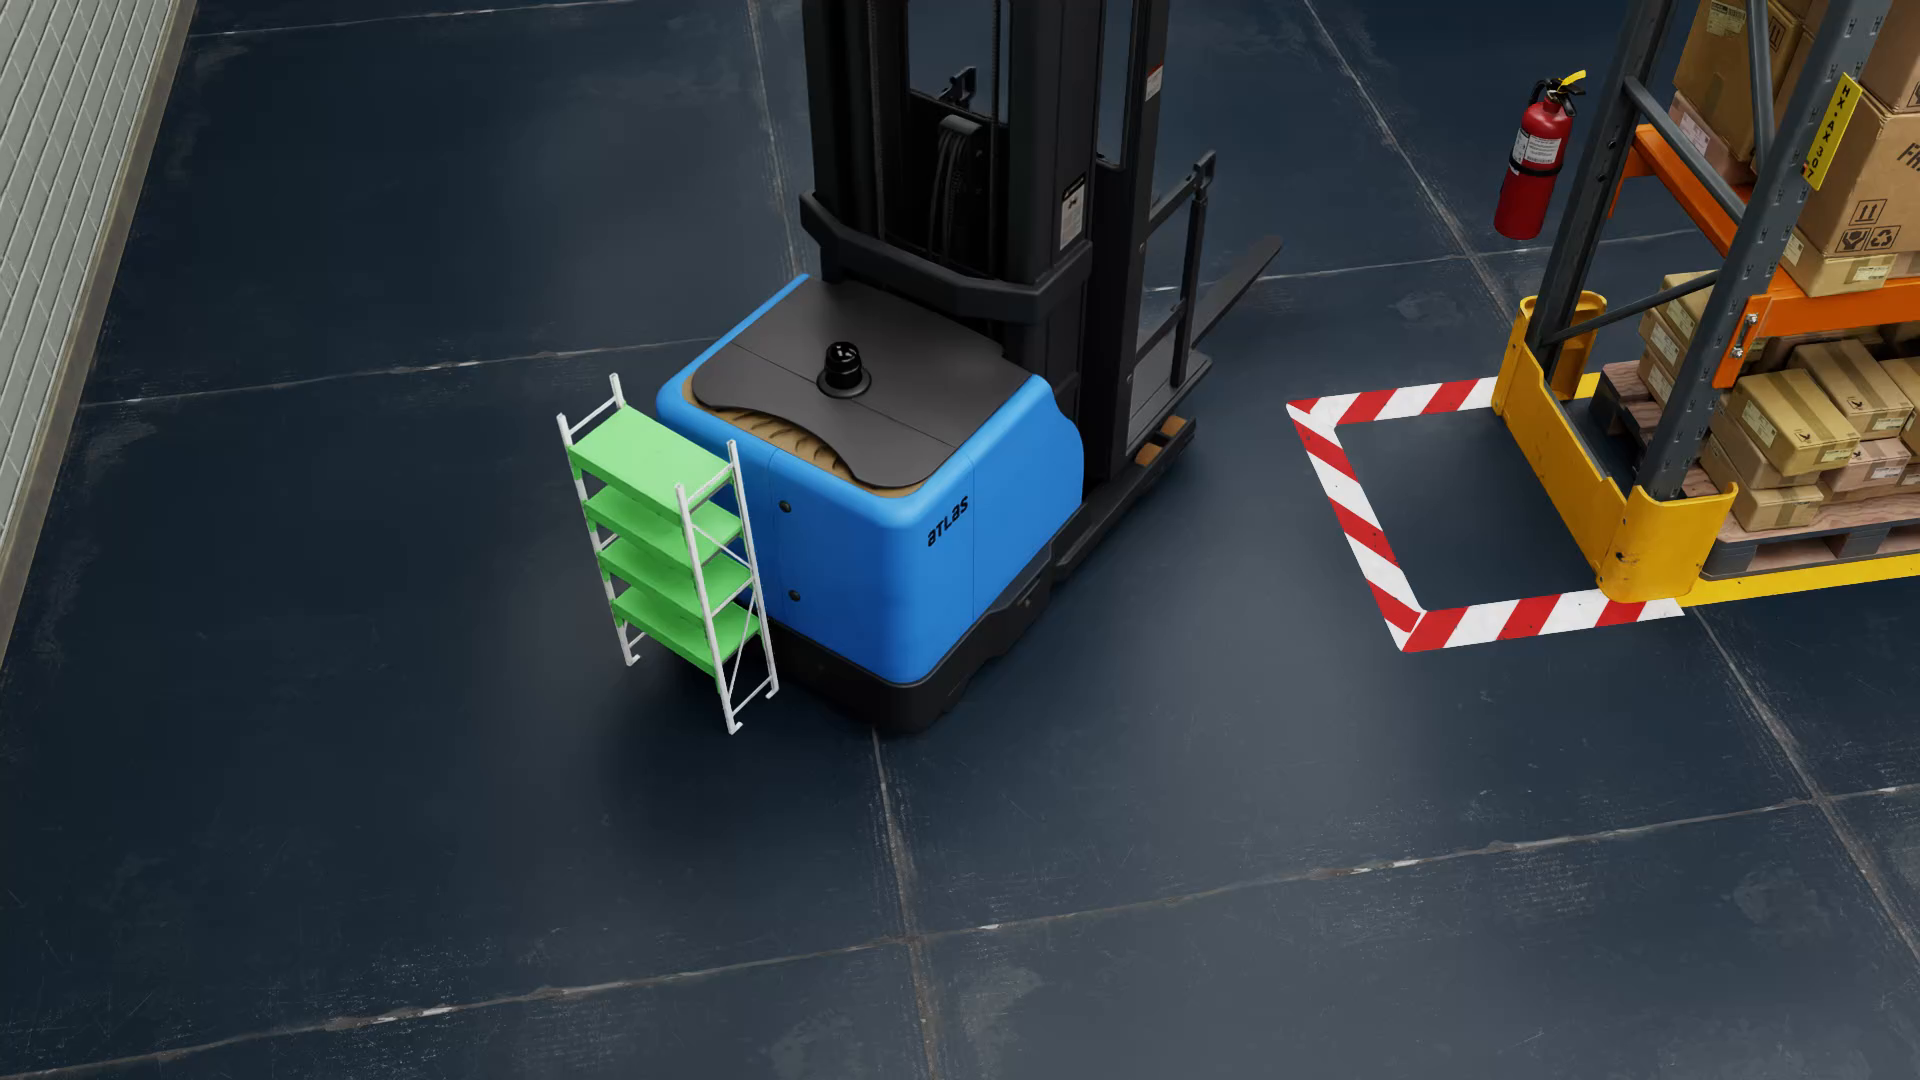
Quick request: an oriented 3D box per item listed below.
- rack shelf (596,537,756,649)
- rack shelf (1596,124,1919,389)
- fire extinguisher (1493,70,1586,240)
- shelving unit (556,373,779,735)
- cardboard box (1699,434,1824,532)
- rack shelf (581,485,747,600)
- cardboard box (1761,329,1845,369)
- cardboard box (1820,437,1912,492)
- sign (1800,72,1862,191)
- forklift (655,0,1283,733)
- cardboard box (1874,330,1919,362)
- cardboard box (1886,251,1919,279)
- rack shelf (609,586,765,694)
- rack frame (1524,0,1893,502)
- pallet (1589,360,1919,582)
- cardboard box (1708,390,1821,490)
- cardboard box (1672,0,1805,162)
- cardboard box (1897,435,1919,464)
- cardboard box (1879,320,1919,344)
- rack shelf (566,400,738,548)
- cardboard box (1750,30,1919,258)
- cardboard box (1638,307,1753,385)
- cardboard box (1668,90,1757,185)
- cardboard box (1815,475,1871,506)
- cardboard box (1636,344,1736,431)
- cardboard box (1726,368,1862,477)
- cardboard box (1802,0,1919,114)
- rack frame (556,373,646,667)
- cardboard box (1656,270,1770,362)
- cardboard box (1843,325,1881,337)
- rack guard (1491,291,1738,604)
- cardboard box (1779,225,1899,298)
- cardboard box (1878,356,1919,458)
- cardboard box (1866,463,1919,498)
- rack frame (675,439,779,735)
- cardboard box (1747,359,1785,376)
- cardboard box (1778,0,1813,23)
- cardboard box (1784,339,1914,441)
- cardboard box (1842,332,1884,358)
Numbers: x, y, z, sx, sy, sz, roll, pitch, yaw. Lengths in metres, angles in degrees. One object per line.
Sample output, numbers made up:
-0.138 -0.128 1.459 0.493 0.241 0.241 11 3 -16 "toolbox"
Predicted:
-0.910 0.117 5.385 0.480 0.148 0.258 29 55 25 "rack shelf"
4.320 -1.226 5.848 4.000 0.370 1.077 -7 46 -7 "rack shelf"
2.023 -1.370 5.800 0.183 0.674 0.296 -7 46 -7 "fire extinguisher"
-0.911 0.075 5.337 0.503 1.200 0.258 29 55 25 "shelving unit"
2.920 -0.223 6.070 0.250 0.149 0.380 -6 46 -6 "cardboard box"
-0.916 -0.043 5.207 0.480 0.148 0.258 29 55 25 "rack shelf"
3.085 -0.828 6.239 0.250 0.149 0.380 -6 46 -6 "cardboard box"
3.189 -0.365 6.000 0.250 0.149 0.380 -7 47 -7 "cardboard box"
2.442 -1.145 4.669 0.005 0.325 0.100 -7 46 -7 "sign"
0.270 -1.408 5.571 1.130 2.935 3.031 26 52 23 "forklift"
3.615 -0.782 6.402 0.250 0.149 0.380 -8 47 -7 "cardboard box"
2.968 -1.010 5.315 0.250 0.149 0.380 -6 46 -5 "cardboard box"
-0.904 0.278 5.563 0.480 0.148 0.258 29 55 25 "rack shelf"
2.349 -1.230 5.352 0.127 3.000 1.000 -7 46 -7 "rack frame"
3.231 -0.346 6.437 1.213 0.211 1.003 -7 46 -7 "pallet"
2.910 -0.372 6.007 0.250 0.149 0.380 -5 46 -5 "cardboard box"
2.748 -1.605 5.438 0.500 0.500 0.500 -6 46 -6 "cardboard box"
3.415 -0.458 6.090 0.250 0.149 0.380 -7 46 -6 "cardboard box"
3.585 -0.936 6.344 0.250 0.149 0.380 -9 47 -8 "cardboard box"
-0.922 -0.204 5.029 0.480 0.148 0.258 29 55 25 "rack shelf"
2.839 -1.227 5.073 0.500 0.500 0.500 -5 46 -5 "cardboard box"
2.821 -0.757 6.378 0.250 0.149 0.380 -8 47 -8 "cardboard box"
2.623 -1.383 5.674 0.250 0.149 0.380 -7 46 -7 "cardboard box"
3.164 -0.314 6.157 0.250 0.149 0.380 -7 47 -7 "cardboard box"
2.833 -0.599 6.432 0.250 0.149 0.380 -6 46 -6 "cardboard box"
2.924 -0.416 5.843 0.250 0.149 0.380 -9 47 -9 "cardboard box"
2.837 -1.581 4.720 0.500 0.500 0.500 -7 47 -7 "cardboard box"
-1.105 -0.033 5.441 0.015 1.200 0.240 29 55 25 "rack frame"
2.828 -0.838 6.249 0.250 0.149 0.380 -7 46 -6 "cardboard box"
3.319 -0.950 6.357 0.250 0.149 0.380 -8 47 -8 "cardboard box"
2.424 -0.372 6.261 0.348 0.500 1.175 -7 46 -7 "rack guard"
2.725 -0.950 5.257 0.250 0.149 0.380 -7 47 -7 "cardboard box"
3.445 -0.475 5.900 0.250 0.149 0.380 -7 47 -7 "cardboard box"
3.408 -0.349 6.191 0.250 0.149 0.380 -7 46 -6 "cardboard box"
-0.718 0.182 5.234 0.015 1.200 0.240 29 55 25 "rack frame"
3.088 -0.751 6.372 0.250 0.149 0.380 -8 47 -8 "cardboard box"
2.758 -1.947 5.073 0.500 0.500 0.500 -8 47 -8 "cardboard box"
3.175 -0.535 5.958 0.250 0.149 0.380 -6 46 -6 "cardboard box"
3.333 -0.822 6.440 0.250 0.149 0.380 -9 47 -8 "cardboard box"
